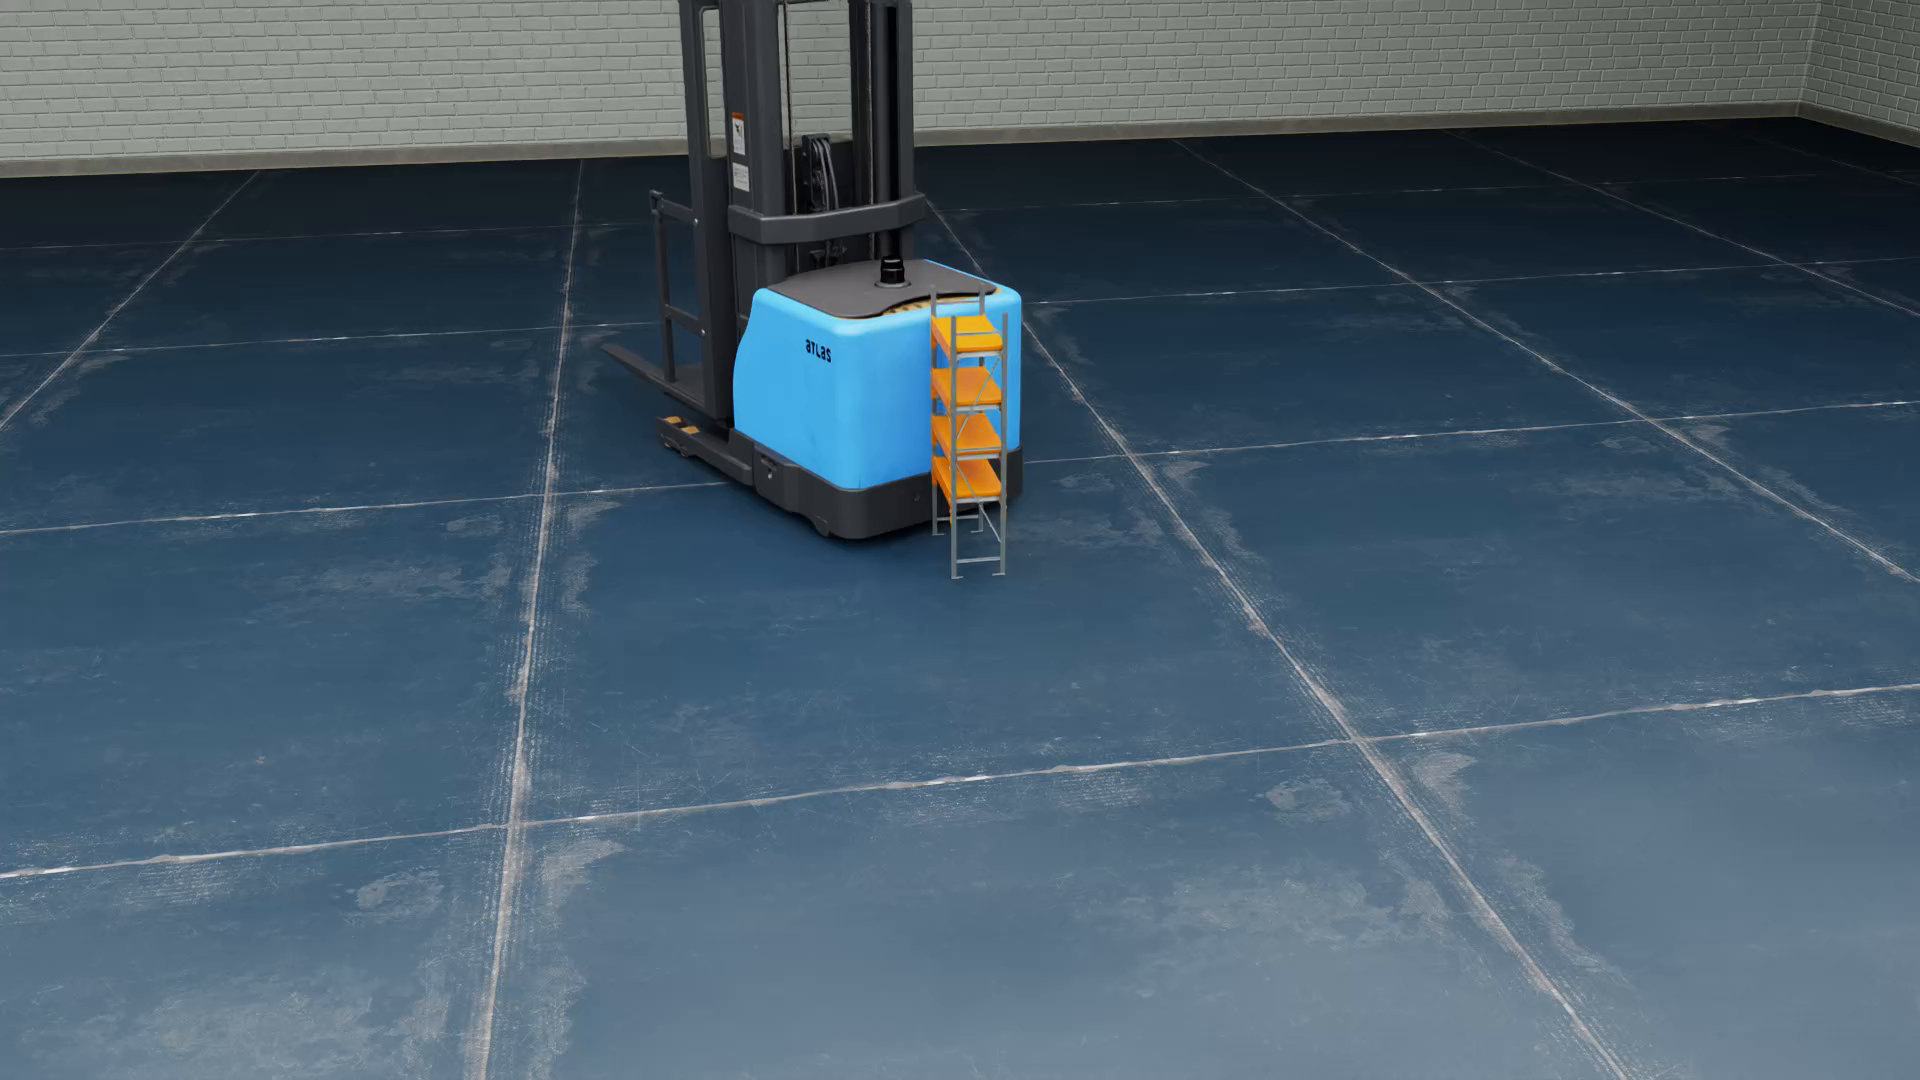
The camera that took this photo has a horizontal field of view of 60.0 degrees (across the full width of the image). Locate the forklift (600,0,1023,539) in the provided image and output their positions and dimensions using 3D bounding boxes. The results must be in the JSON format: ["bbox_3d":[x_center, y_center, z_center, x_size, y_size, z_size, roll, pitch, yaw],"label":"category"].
[{"bbox_3d":[-0.969,-1.876,8.384,1.130,2.935,3.031,-16,28,-33],"label":"forklift"}]

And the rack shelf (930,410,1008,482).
[{"bbox_3d":[0.036,-0.420,7.382,0.258,0.148,0.480,-4,24,-10],"label":"rack shelf"}]

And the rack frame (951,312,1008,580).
[{"bbox_3d":[0.081,-0.386,7.135,0.240,1.200,0.015,-4,24,-10],"label":"rack frame"}]

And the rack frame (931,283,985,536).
[{"bbox_3d":[-0.010,-0.578,7.574,0.240,1.200,0.015,-4,24,-10],"label":"rack frame"}]

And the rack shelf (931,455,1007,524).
[{"bbox_3d":[0.036,-0.238,7.461,0.258,0.148,0.480,-4,24,-10],"label":"rack shelf"}]

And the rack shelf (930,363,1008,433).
[{"bbox_3d":[0.036,-0.625,7.292,0.258,0.148,0.480,-4,24,-10],"label":"rack shelf"}]

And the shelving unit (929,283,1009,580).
[{"bbox_3d":[0.036,-0.482,7.355,0.258,1.200,0.503,-4,24,-10],"label":"shelving unit"}]

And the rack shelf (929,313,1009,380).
[{"bbox_3d":[0.036,-0.842,7.197,0.258,0.148,0.480,-4,24,-10],"label":"rack shelf"}]
